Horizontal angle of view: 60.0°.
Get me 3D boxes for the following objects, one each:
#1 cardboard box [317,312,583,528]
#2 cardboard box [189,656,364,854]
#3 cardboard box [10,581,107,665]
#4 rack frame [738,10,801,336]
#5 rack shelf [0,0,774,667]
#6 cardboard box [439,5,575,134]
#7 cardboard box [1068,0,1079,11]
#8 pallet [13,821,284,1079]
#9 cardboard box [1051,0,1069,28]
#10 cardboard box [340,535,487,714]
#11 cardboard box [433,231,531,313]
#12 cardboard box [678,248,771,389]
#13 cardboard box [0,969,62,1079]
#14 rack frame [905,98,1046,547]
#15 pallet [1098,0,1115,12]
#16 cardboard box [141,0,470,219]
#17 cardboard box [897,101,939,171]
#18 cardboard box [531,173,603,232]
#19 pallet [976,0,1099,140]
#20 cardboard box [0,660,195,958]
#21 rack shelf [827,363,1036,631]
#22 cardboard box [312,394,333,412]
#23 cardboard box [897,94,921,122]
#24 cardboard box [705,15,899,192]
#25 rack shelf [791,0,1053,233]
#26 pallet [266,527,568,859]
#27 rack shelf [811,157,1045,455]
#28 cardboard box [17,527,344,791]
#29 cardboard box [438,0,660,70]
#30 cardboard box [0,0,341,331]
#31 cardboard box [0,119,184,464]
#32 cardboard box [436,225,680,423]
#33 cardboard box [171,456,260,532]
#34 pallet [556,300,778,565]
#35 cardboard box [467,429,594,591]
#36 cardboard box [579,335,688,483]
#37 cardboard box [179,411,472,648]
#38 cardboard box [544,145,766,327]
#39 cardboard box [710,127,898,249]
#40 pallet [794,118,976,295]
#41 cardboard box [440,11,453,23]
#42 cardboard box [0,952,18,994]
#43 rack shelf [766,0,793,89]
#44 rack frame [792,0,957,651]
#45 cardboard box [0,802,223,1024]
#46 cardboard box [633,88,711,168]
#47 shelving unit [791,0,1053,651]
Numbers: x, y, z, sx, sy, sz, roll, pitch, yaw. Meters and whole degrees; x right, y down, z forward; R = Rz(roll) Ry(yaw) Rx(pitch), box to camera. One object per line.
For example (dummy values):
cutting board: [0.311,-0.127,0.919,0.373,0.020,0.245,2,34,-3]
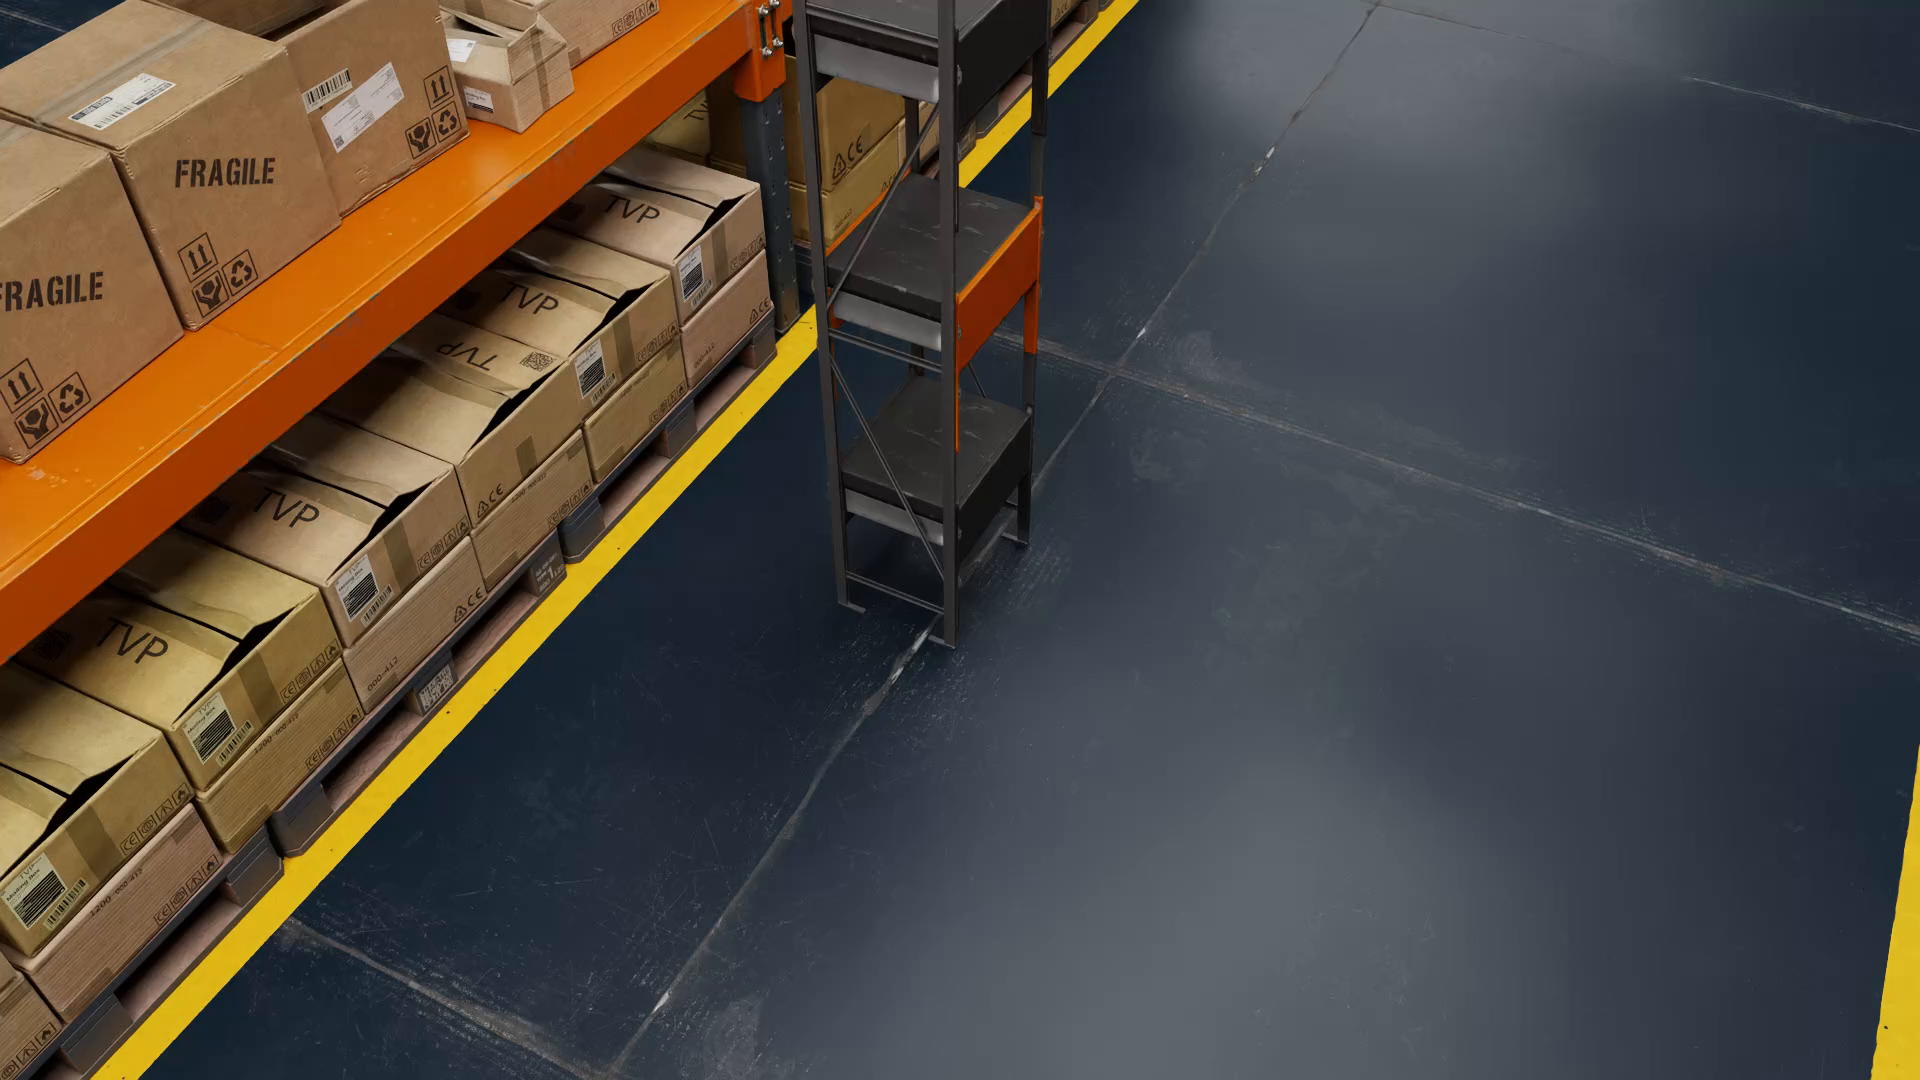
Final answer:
cardboard box: [-1.453,-0.375,4.756,0.500,0.311,0.500,20,49,19]
cardboard box: [-1.934,0.469,4.316,0.500,0.250,0.500,19,48,18]
cardboard box: [-2.409,0.093,4.292,0.500,0.311,0.500,20,49,19]
rack frame: [-1.049,-1.990,5.108,1.000,3.000,0.127,20,49,19]
rack shelf: [-1.978,-0.478,4.119,1.077,0.370,4.000,20,49,19]
cardboard box: [-1.295,-1.329,4.549,0.396,0.266,0.258,19,48,18]
cardboard box: [0.368,-2.621,7.370,0.500,0.250,0.500,20,49,19]
pallet: [-2.490,1.004,4.109,1.003,0.211,1.213,20,49,19]
cardboard box: [0.134,-2.307,7.059,0.500,0.250,0.500,20,49,19]
cardboard box: [-1.696,0.146,4.635,0.500,0.250,0.500,21,49,20]
cardboard box: [-1.699,-0.877,5.251,0.500,0.311,0.500,20,49,19]
cardboard box: [-0.985,-0.815,5.584,0.500,0.250,0.500,20,49,19]
cardboard box: [-2.403,1.115,3.677,0.500,0.250,0.500,20,49,19]
rack frame: [0.036,-0.788,4.552,0.400,2.100,0.015,20,49,19]
pallet: [0.489,-3.035,8.101,1.003,0.211,1.213,20,49,19]
cardboard box: [-1.665,-1.215,4.272,0.500,0.500,0.500,24,50,22]
cardboard box: [-0.329,-1.677,6.436,0.500,0.250,0.500,20,49,19]
cardboard box: [-1.462,-1.191,5.561,0.500,0.311,0.500,21,49,19]
pallet: [-0.078,-2.269,7.344,1.003,0.211,1.213,20,49,19]
cardboard box: [-2.167,0.585,3.807,0.500,0.311,0.500,19,48,18]
rack shelf: [-0.077,-0.132,4.908,0.431,0.518,0.480,20,49,19]
cardboard box: [-1.938,-0.550,4.929,0.500,0.311,0.500,19,48,18]
cardboard box: [-0.332,-1.941,6.171,0.500,0.500,0.500,20,49,19]
cardboard box: [-0.557,-1.624,5.857,0.500,0.500,0.500,20,49,19]
rack shelf: [-0.077,-1.116,3.912,0.431,0.518,0.480,20,49,19]
pallet: [-1.922,0.238,4.866,1.003,0.211,1.213,20,49,19]
rack shelf: [-0.077,-0.624,4.410,0.431,0.518,0.480,20,49,19]
cardboard box: [-1.928,0.264,4.124,0.500,0.311,0.500,19,48,18]
cardboard box: [-1.239,-1.613,4.841,0.500,0.250,0.500,23,50,21]
cardboard box: [-1.897,-0.900,3.960,0.500,0.500,0.500,21,49,19]
cardboard box: [-2.142,-0.568,3.632,0.500,0.500,0.500,18,48,17]
cardboard box: [-1.219,-0.689,5.066,0.500,0.311,0.500,22,49,20]
cardboard box: [-2.174,-0.222,4.604,0.500,0.311,0.500,22,49,20]
pallet: [-1.357,-0.533,5.629,1.003,0.211,1.213,20,49,19]
cardboard box: [-1.459,-0.174,4.951,0.500,0.250,0.500,21,49,20]
cardboard box: [-1.222,-0.497,5.270,0.500,0.250,0.500,20,49,18]
cardboard box: [-1.690,-0.060,4.444,0.500,0.311,0.500,20,49,19]
cardboard box: [-0.984,-1.019,5.392,0.500,0.311,0.500,20,49,19]
cardboard box: [-0.566,-1.364,6.127,0.500,0.250,0.500,20,49,19]
pallet: [-0.643,-1.497,6.581,1.003,0.211,1.213,20,49,19]
cardboard box: [-1.642,-1.411,4.713,0.380,0.149,0.250,20,49,19]
cardboard box: [-2.403,0.918,3.477,0.500,0.311,0.500,22,49,20]
rack shelf: [-0.121,-2.998,6.609,1.077,0.370,4.000,20,49,19]
rack frame: [-0.190,-0.480,4.248,0.400,2.100,0.015,20,49,19]
cardboard box: [-2.170,0.798,3.990,0.500,0.250,0.500,19,48,18]
cardboard box: [-1.028,-1.536,6.297,0.500,0.250,0.500,20,49,19]
shelving unit: [-0.077,-0.634,4.400,0.431,2.100,0.503,20,49,19]
